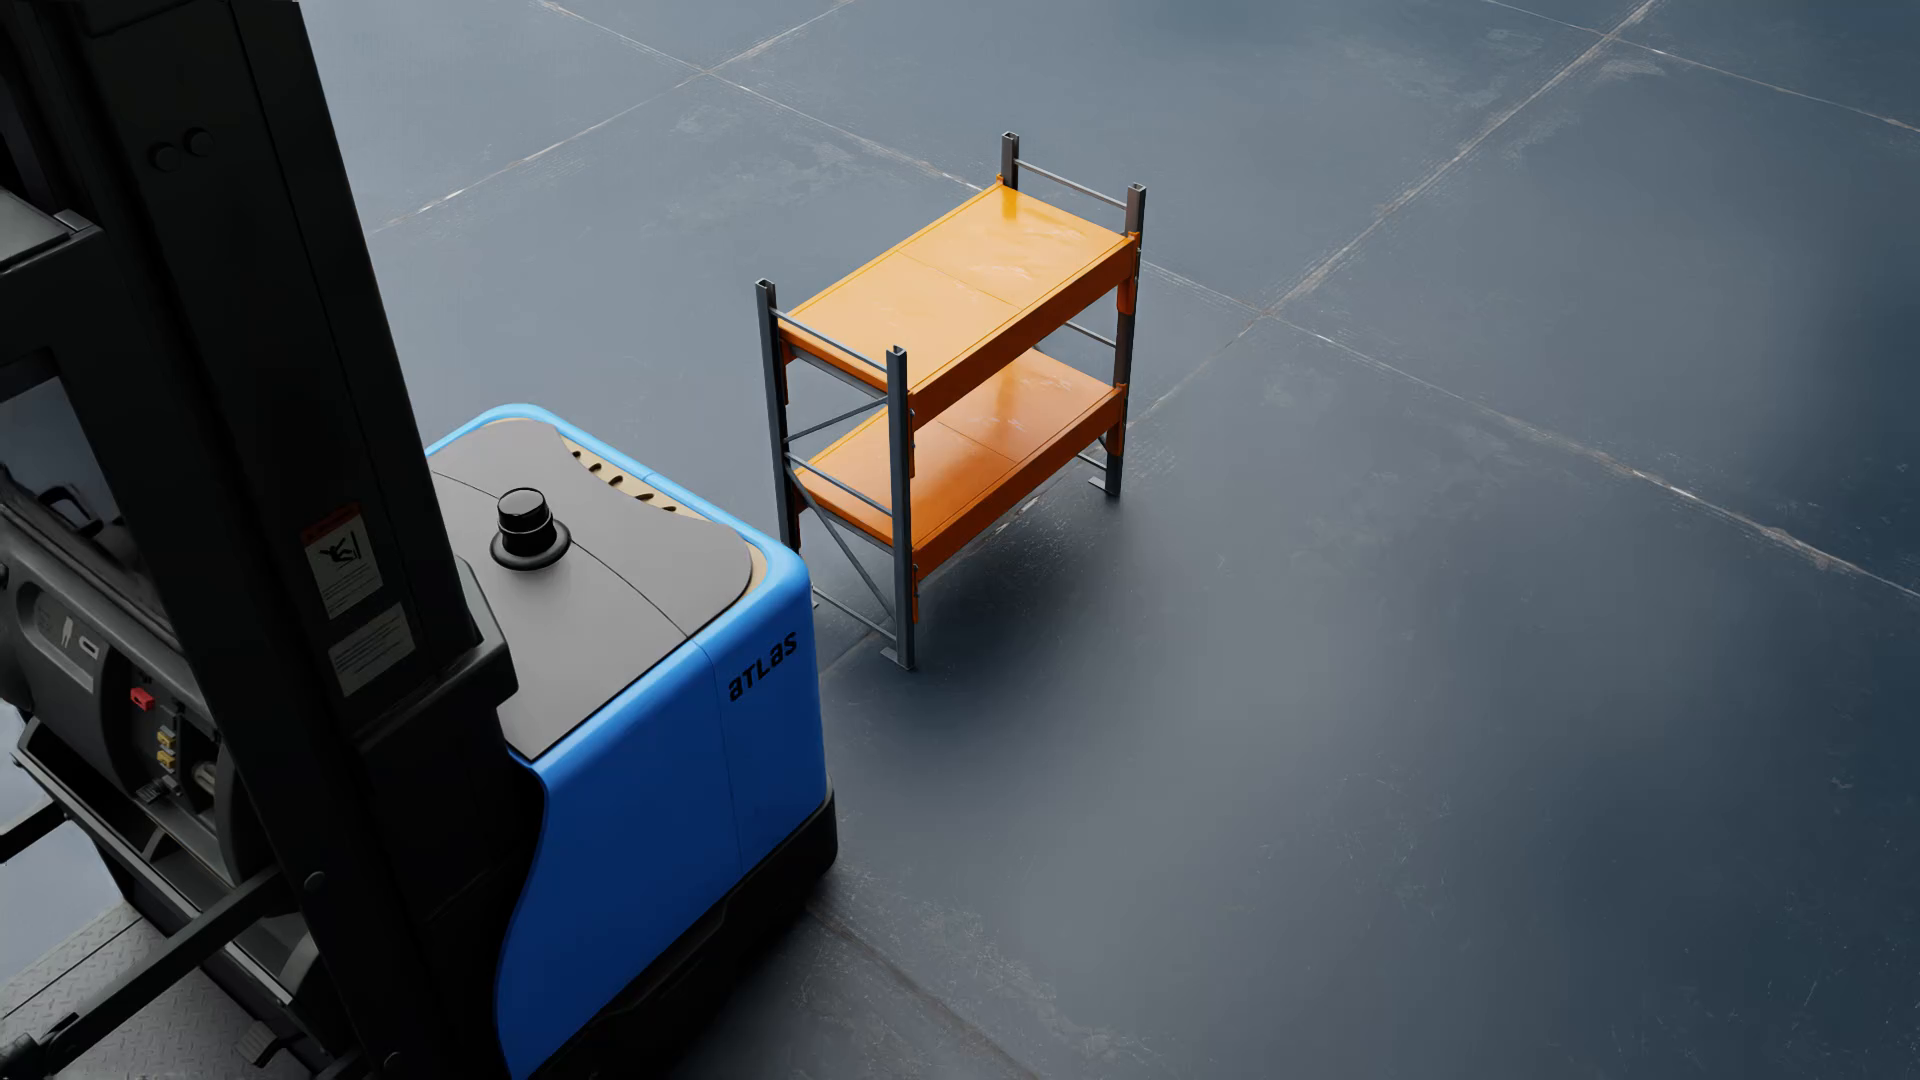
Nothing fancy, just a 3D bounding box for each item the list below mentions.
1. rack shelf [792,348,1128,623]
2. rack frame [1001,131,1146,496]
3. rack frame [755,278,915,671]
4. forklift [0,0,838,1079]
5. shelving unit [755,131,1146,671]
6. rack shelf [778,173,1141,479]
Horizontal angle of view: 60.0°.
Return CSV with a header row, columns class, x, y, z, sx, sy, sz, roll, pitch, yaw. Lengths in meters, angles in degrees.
class,x,y,z,sx,sy,sz,roll,pitch,yaw
rack shelf,-0.004,-0.232,5.032,0.538,0.278,1.000,29,50,28
rack frame,0.323,-0.674,5.156,0.500,1.125,0.032,29,50,28
rack frame,-0.332,-0.151,4.580,0.500,1.125,0.032,29,50,28
forklift,-1.620,0.331,2.707,1.130,2.935,3.031,28,49,27
shelving unit,-0.004,-0.413,4.868,0.538,1.125,1.048,29,50,28
rack shelf,-0.004,-0.629,4.671,0.538,0.278,1.000,29,50,28
